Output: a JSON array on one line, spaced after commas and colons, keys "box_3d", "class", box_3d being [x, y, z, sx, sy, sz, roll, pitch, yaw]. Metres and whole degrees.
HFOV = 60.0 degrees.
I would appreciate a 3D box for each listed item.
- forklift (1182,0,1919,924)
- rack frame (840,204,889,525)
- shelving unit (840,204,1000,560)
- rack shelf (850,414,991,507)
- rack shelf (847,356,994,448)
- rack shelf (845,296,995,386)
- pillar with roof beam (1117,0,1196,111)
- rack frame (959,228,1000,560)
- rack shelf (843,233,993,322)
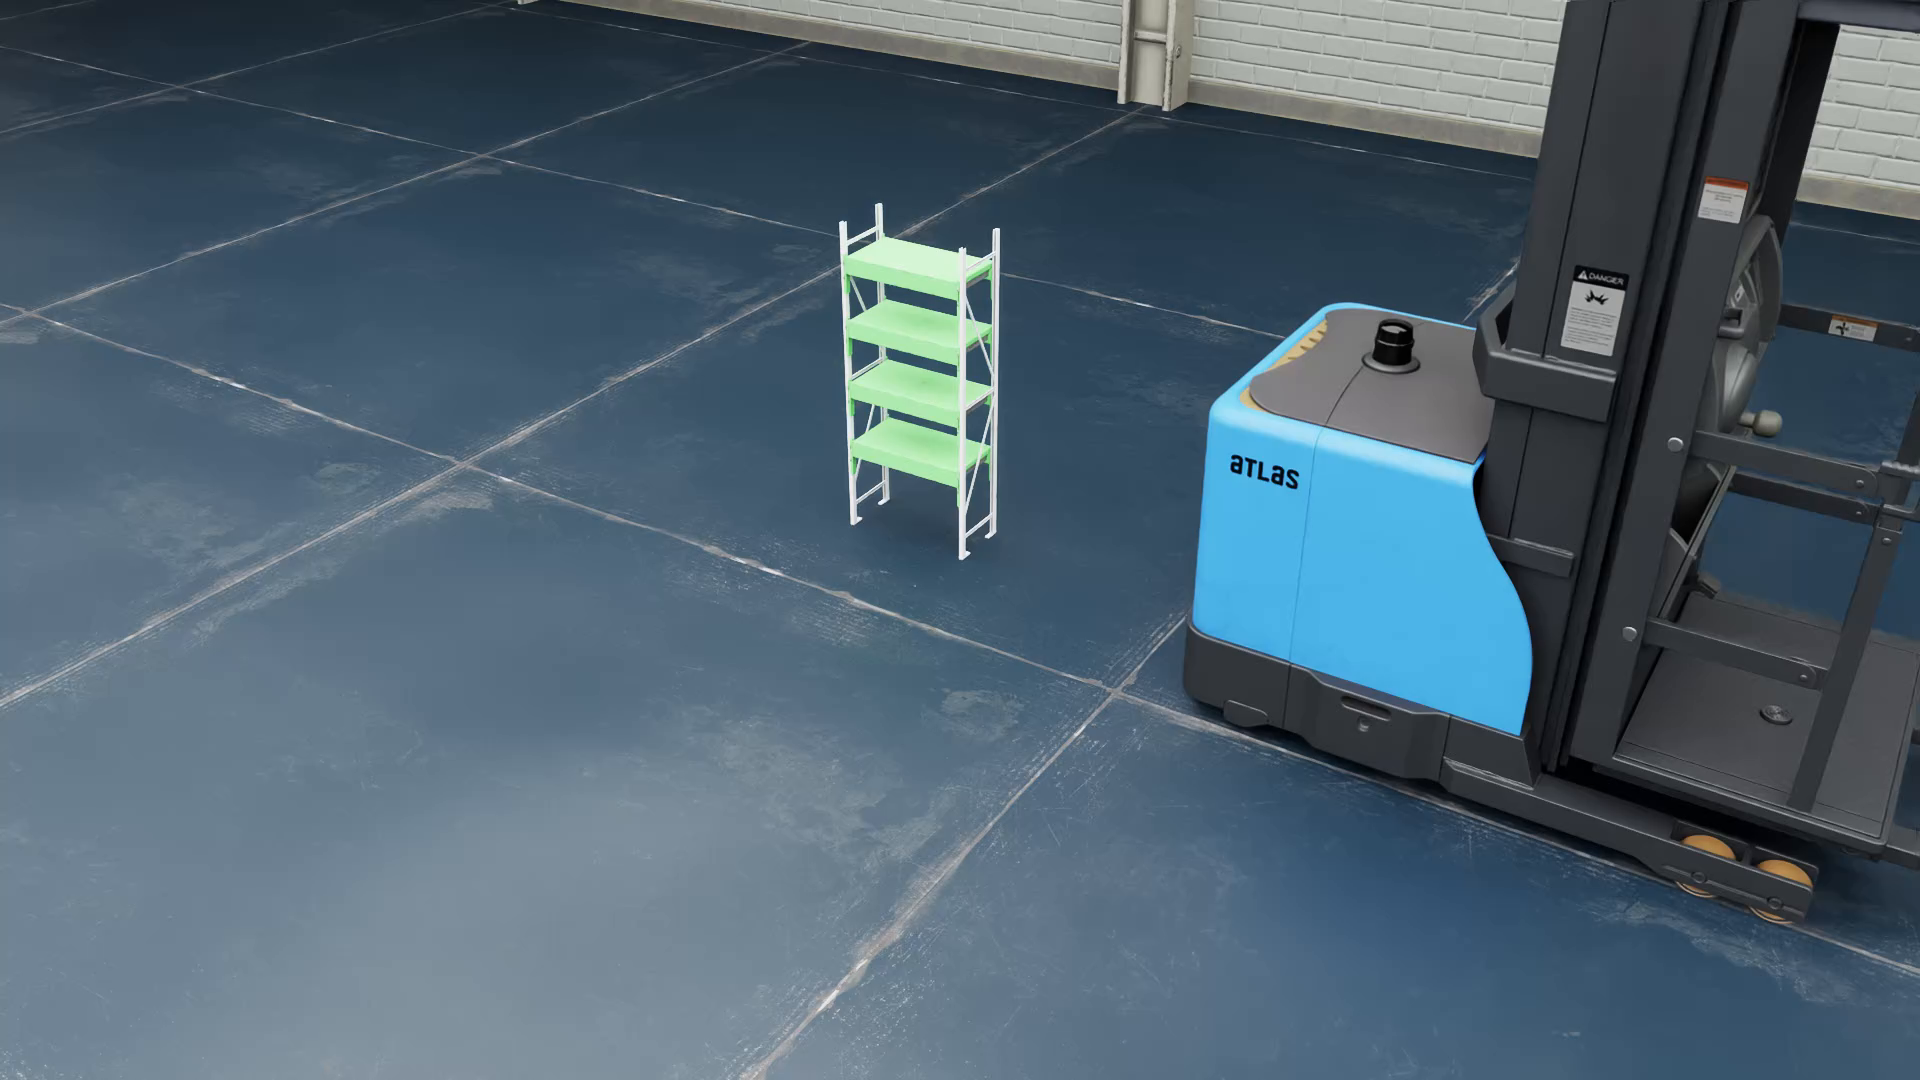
[{"box_3d": [2.232, -0.541, 4.268, 3.031, 2.935, 1.130, 18, 35, 27], "class": "forklift"}, {"box_3d": [-0.347, -0.628, 6.136, 0.015, 1.200, 0.240, 18, 35, 27], "class": "rack frame"}, {"box_3d": [-0.140, -0.563, 6.024, 0.503, 1.200, 0.258, 18, 35, 27], "class": "shelving unit"}, {"box_3d": [-0.140, -0.300, 6.177, 0.480, 0.148, 0.258, 18, 35, 27], "class": "rack shelf"}, {"box_3d": [-0.140, -0.507, 6.056, 0.480, 0.148, 0.258, 18, 35, 27], "class": "rack shelf"}, {"box_3d": [-0.140, -0.715, 5.935, 0.480, 0.148, 0.258, 18, 35, 27], "class": "rack shelf"}, {"box_3d": [-0.965, -5.055, 5.985, 0.400, 9.000, 9.100, 18, 35, 27], "class": "pillar with roof beam"}, {"box_3d": [0.066, -0.497, 5.912, 0.015, 1.200, 0.240, 18, 35, 27], "class": "rack frame"}, {"box_3d": [-0.140, -0.922, 5.814, 0.480, 0.148, 0.258, 18, 35, 27], "class": "rack shelf"}]
